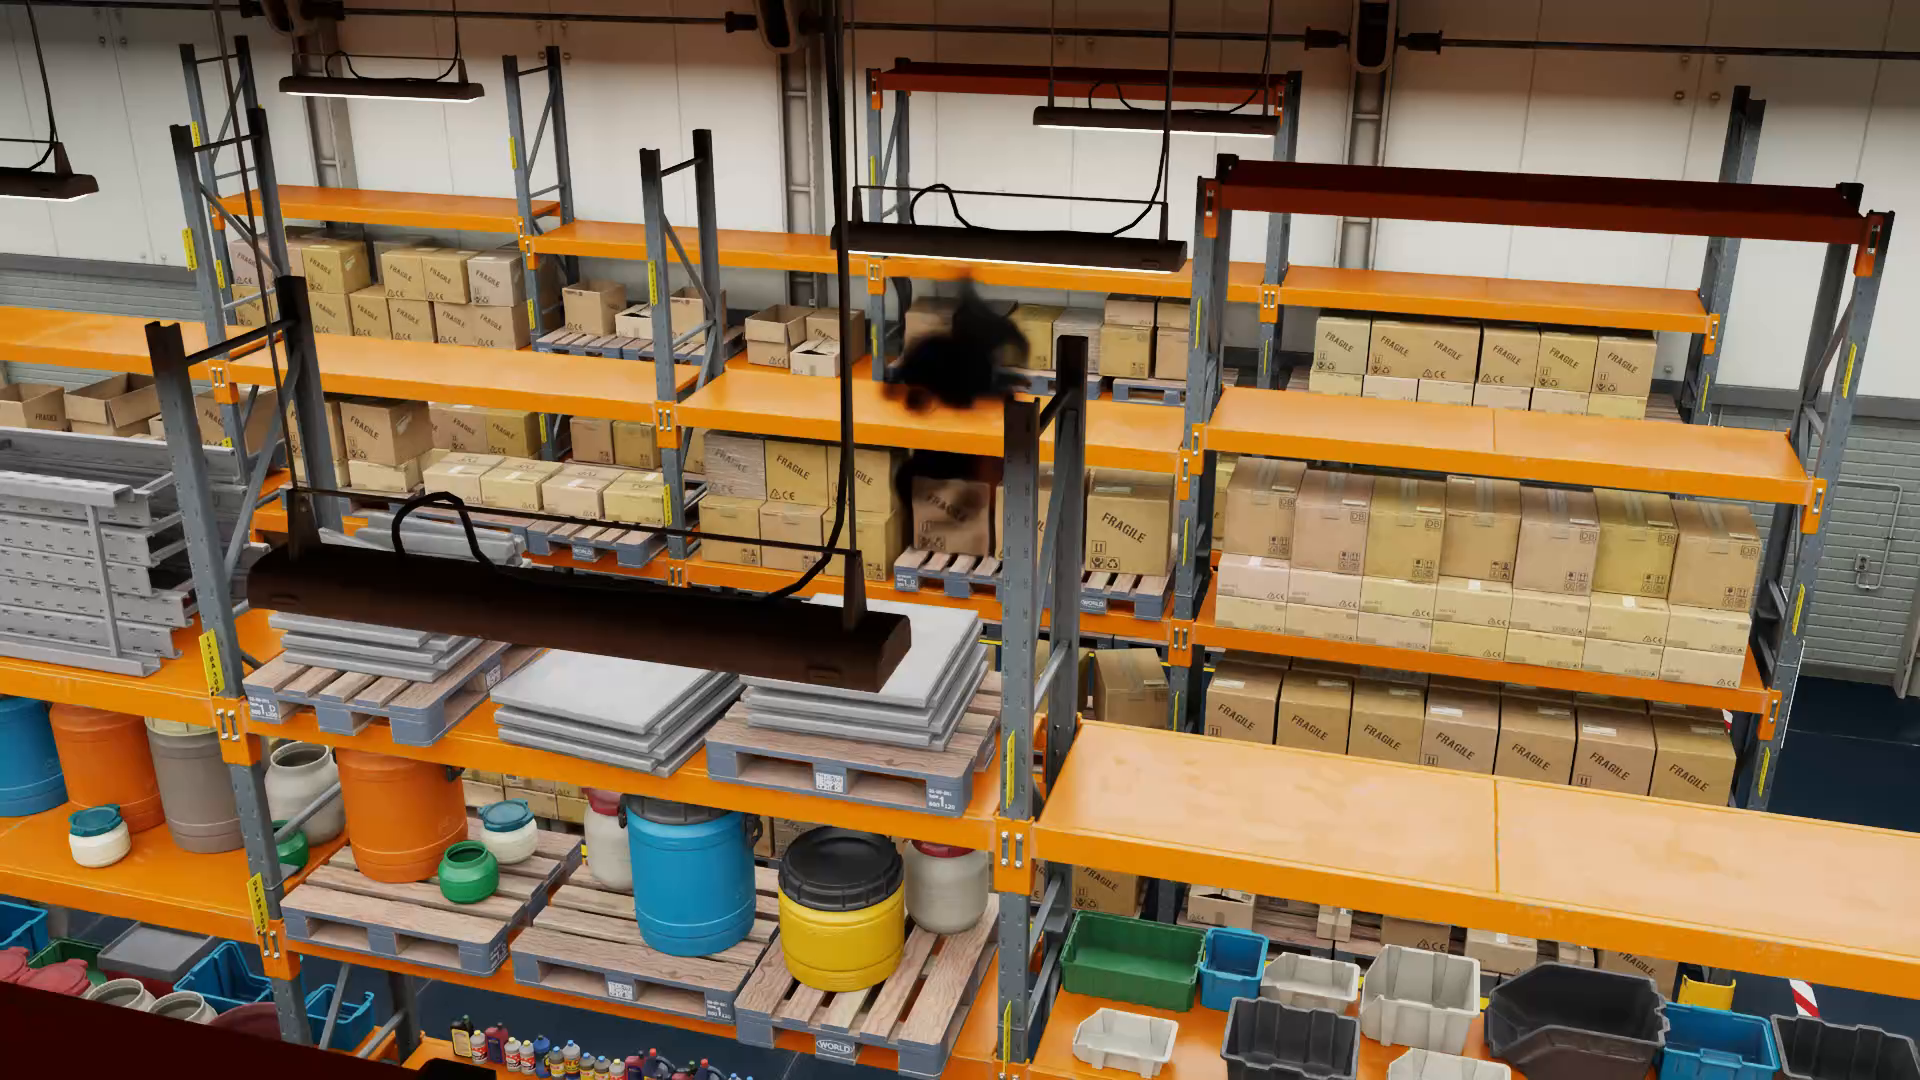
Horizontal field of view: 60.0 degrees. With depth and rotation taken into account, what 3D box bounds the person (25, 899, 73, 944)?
[{"bbox_3d":[-6.660,2.614,12.250,0.904,1.675,0.583,5,23,12],"label":"person"}]
